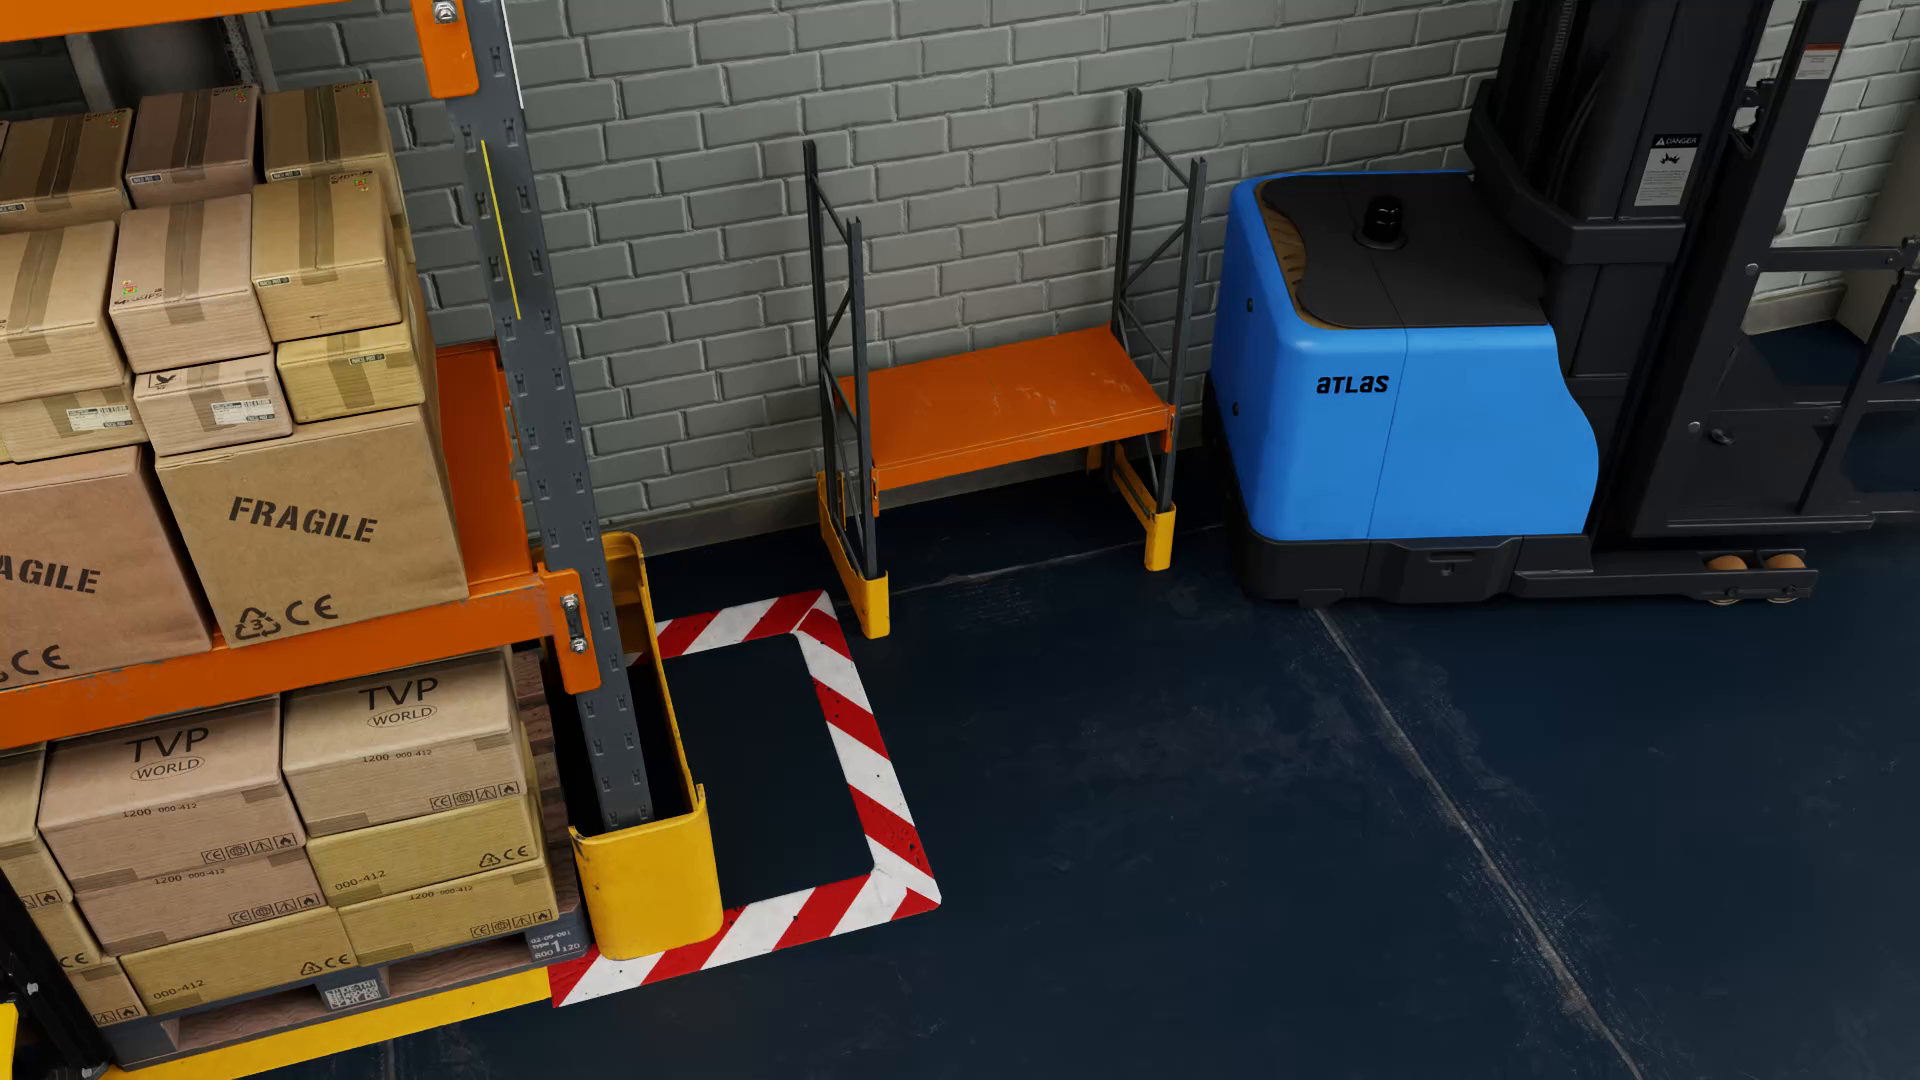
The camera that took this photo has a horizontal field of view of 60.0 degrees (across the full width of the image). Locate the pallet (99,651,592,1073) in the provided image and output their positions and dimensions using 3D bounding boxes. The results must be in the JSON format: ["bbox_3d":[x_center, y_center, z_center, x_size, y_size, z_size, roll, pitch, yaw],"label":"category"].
[{"bbox_3d":[-1.711,0.842,4.625,1.213,0.211,1.003,-12,42,-13],"label":"pallet"}]

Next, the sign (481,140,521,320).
[{"bbox_3d":[-0.844,-0.567,3.059,0.005,0.325,0.100,-12,42,-13],"label":"sign"}]

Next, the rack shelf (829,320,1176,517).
[{"bbox_3d":[0.123,-0.405,5.347,1.000,0.185,0.538,-13,43,-14],"label":"rack shelf"}]

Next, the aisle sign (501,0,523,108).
[{"bbox_3d":[-0.843,-1.193,2.860,0.004,0.787,0.394,-12,42,-13],"label":"aisle sign"}]

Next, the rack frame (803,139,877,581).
[{"bbox_3d":[-0.358,-0.432,5.104,0.032,1.500,0.500,-13,43,-14],"label":"rack frame"}]

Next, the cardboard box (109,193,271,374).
[{"bbox_3d":[-1.498,-0.508,3.256,0.250,0.149,0.380,-12,42,-13],"label":"cardboard box"}]

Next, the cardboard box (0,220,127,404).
[{"bbox_3d":[-1.739,-0.439,3.178,0.250,0.149,0.380,-11,42,-12],"label":"cardboard box"}]

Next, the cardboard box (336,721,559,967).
[{"bbox_3d":[-1.347,0.783,4.344,0.500,0.250,0.500,-11,42,-13],"label":"cardboard box"}]

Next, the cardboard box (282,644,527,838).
[{"bbox_3d":[-1.339,0.402,4.020,0.500,0.250,0.500,-10,42,-12],"label":"cardboard box"}]

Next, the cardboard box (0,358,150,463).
[{"bbox_3d":[-1.741,-0.341,3.291,0.250,0.149,0.380,-11,42,-12],"label":"cardboard box"}]

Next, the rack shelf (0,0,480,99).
[{"bbox_3d":[-2.901,-0.849,2.708,4.000,0.370,1.077,-12,42,-13],"label":"rack shelf"}]

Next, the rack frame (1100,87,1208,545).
[{"bbox_3d":[0.603,-0.650,5.354,0.032,1.500,0.500,-13,43,-14],"label":"rack frame"}]

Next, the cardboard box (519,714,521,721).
[{"bbox_3d":[-1.521,0.466,4.707,0.500,0.250,0.500,-12,42,-13],"label":"cardboard box"}]

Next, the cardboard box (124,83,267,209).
[{"bbox_3d":[-1.651,-0.834,3.629,0.250,0.149,0.380,-10,42,-12],"label":"cardboard box"}]

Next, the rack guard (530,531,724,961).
[{"bbox_3d":[-0.971,0.551,4.739,0.348,0.500,1.175,-12,42,-13],"label":"rack guard"}]

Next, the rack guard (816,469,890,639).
[{"bbox_3d":[-0.357,0.039,5.516,0.087,0.250,0.587,-13,43,-14],"label":"rack guard"}]

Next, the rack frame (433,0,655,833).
[{"bbox_3d":[-0.994,-0.385,3.911,0.127,3.000,1.000,-12,42,-13],"label":"rack frame"}]

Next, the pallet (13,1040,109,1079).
[{"bbox_3d":[-2.872,1.081,4.352,1.213,0.211,1.003,-12,42,-13],"label":"pallet"}]

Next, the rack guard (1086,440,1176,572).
[{"bbox_3d":[0.585,-0.175,5.760,0.087,0.250,0.587,-13,43,-14],"label":"rack guard"}]

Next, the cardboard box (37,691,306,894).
[{"bbox_3d":[-1.824,0.507,3.901,0.500,0.250,0.500,-11,42,-12],"label":"cardboard box"}]

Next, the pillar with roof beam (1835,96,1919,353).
[{"bbox_3d":[5.088,-1.557,0.692,0.400,9.000,9.100,-12,42,-13],"label":"pillar with roof beam"}]

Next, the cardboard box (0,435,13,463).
[{"bbox_3d":[-1.981,-0.299,3.243,0.250,0.149,0.380,-12,43,-13],"label":"cardboard box"}]

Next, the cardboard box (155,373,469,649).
[{"bbox_3d":[-1.384,-0.161,3.578,0.500,0.500,0.500,-13,43,-14],"label":"cardboard box"}]

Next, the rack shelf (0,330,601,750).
[{"bbox_3d":[-2.901,0.281,3.695,4.000,0.370,1.077,-12,42,-13],"label":"rack shelf"}]

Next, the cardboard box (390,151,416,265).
[{"bbox_3d":[-1.395,-0.763,3.774,0.250,0.149,0.380,-13,43,-14],"label":"cardboard box"}]

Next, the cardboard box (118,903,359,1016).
[{"bbox_3d":[-1.824,0.876,4.239,0.500,0.250,0.500,-12,42,-13],"label":"cardboard box"}]

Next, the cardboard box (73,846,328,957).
[{"bbox_3d":[-1.846,0.689,4.073,0.500,0.250,0.500,-12,43,-13],"label":"cardboard box"}]

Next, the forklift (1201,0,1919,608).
[{"bbox_3d":[2.414,-1.238,4.940,3.031,2.935,1.130,-2,41,-2],"label":"forklift"}]

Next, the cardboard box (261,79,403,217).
[{"bbox_3d":[-1.378,-0.847,3.644,0.250,0.149,0.380,-12,43,-14],"label":"cardboard box"}]

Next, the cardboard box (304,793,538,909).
[{"bbox_3d":[-1.364,0.596,4.178,0.500,0.250,0.500,-12,43,-14],"label":"cardboard box"}]

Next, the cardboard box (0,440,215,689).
[{"bbox_3d":[-1.882,-0.064,3.468,0.500,0.500,0.500,-10,42,-12],"label":"cardboard box"}]

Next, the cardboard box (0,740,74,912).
[{"bbox_3d":[-2.303,0.613,3.779,0.500,0.250,0.500,-11,42,-13],"label":"cardboard box"}]

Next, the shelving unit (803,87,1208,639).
[{"bbox_3d":[0.114,-0.539,5.227,1.083,1.500,0.587,-13,43,-14],"label":"shelving unit"}]

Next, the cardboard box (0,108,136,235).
[{"bbox_3d":[-1.885,-0.755,3.540,0.250,0.149,0.380,-11,42,-12],"label":"cardboard box"}]

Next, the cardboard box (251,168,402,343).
[{"bbox_3d":[-1.272,-0.576,3.335,0.250,0.149,0.380,-12,42,-13],"label":"cardboard box"}]

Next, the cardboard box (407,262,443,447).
[{"bbox_3d":[-1.550,-0.499,3.966,0.500,0.500,0.500,-10,42,-12],"label":"cardboard box"}]

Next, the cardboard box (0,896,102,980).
[{"bbox_3d":[-2.332,0.804,3.941,0.500,0.250,0.500,-13,43,-14],"label":"cardboard box"}]

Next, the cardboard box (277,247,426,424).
[{"bbox_3d":[-1.240,-0.423,3.385,0.250,0.149,0.380,-11,42,-12],"label":"cardboard box"}]

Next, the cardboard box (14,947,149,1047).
[{"bbox_3d":[-2.304,0.969,4.132,0.500,0.250,0.500,-11,42,-13],"label":"cardboard box"}]

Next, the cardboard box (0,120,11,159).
[{"bbox_3d":[-2.126,-0.716,3.494,0.250,0.149,0.380,-11,42,-13],"label":"cardboard box"}]

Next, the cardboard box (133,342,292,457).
[{"bbox_3d":[-1.475,-0.354,3.306,0.250,0.149,0.380,-11,42,-12],"label":"cardboard box"}]
